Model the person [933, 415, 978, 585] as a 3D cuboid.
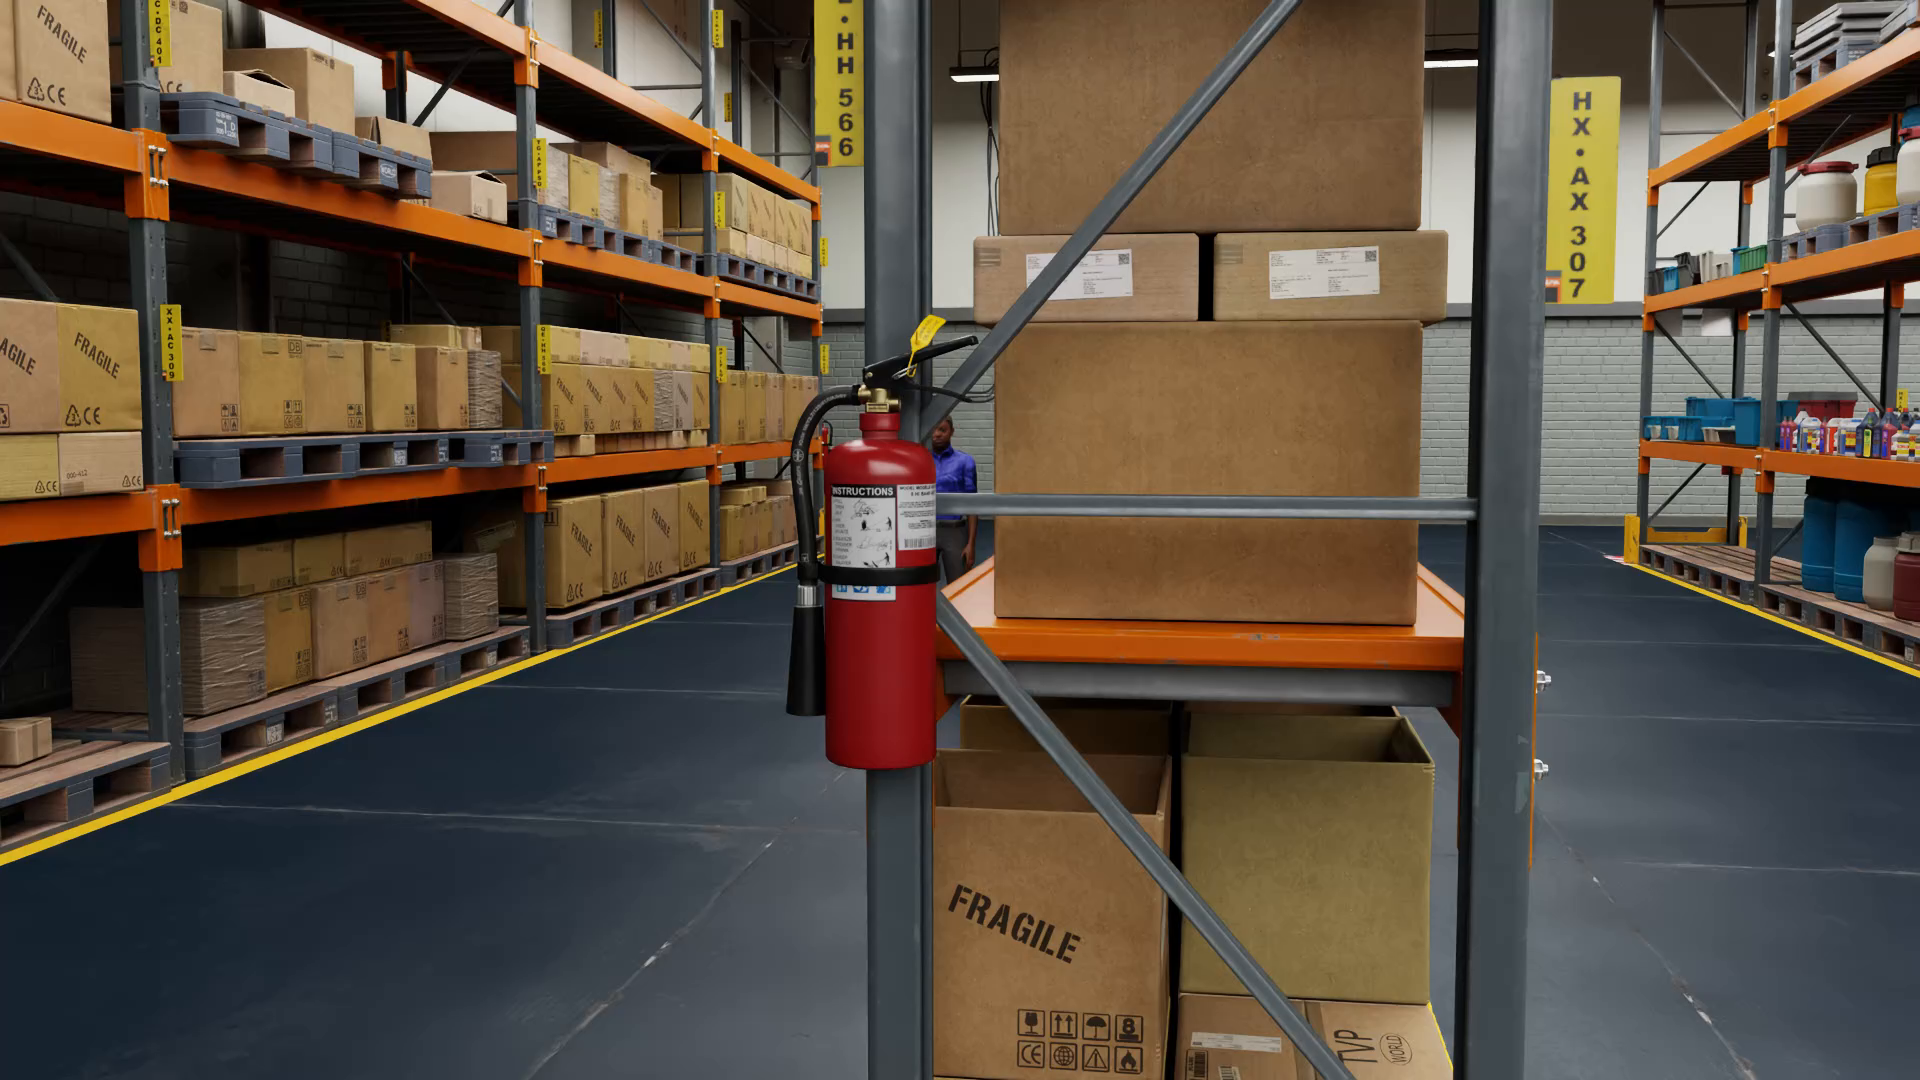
[{"bbox_3d":[-0.115,0.015,10.122,0.452,1.619,0.800,1,5,7],"label":"person"}]
